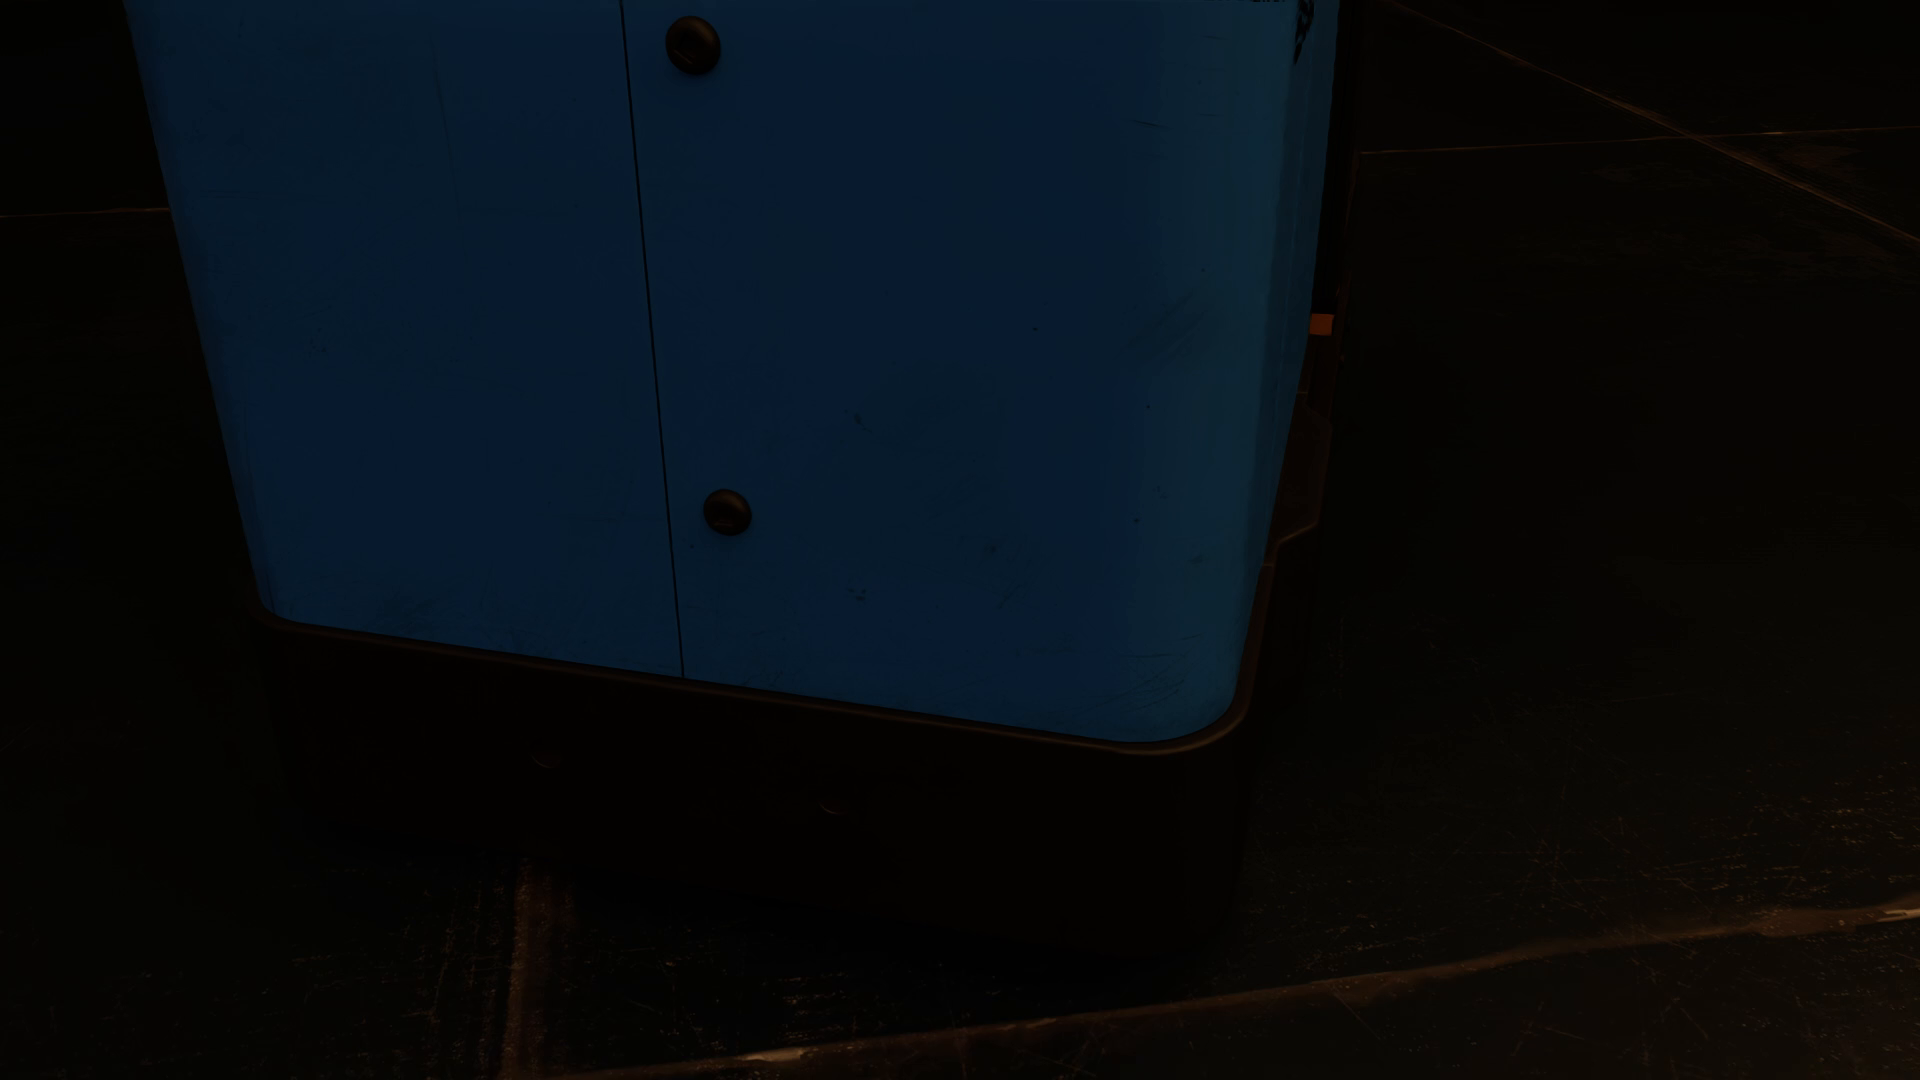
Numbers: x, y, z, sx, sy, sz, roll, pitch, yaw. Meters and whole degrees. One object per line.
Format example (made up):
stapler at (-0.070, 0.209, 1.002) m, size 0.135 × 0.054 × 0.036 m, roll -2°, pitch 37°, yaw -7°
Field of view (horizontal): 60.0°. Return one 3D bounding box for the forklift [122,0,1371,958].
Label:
forklift at (0.113, -1.568, 2.328) m, size 1.130 × 2.935 × 3.031 m, roll 7°, pitch 29°, yaw 13°
